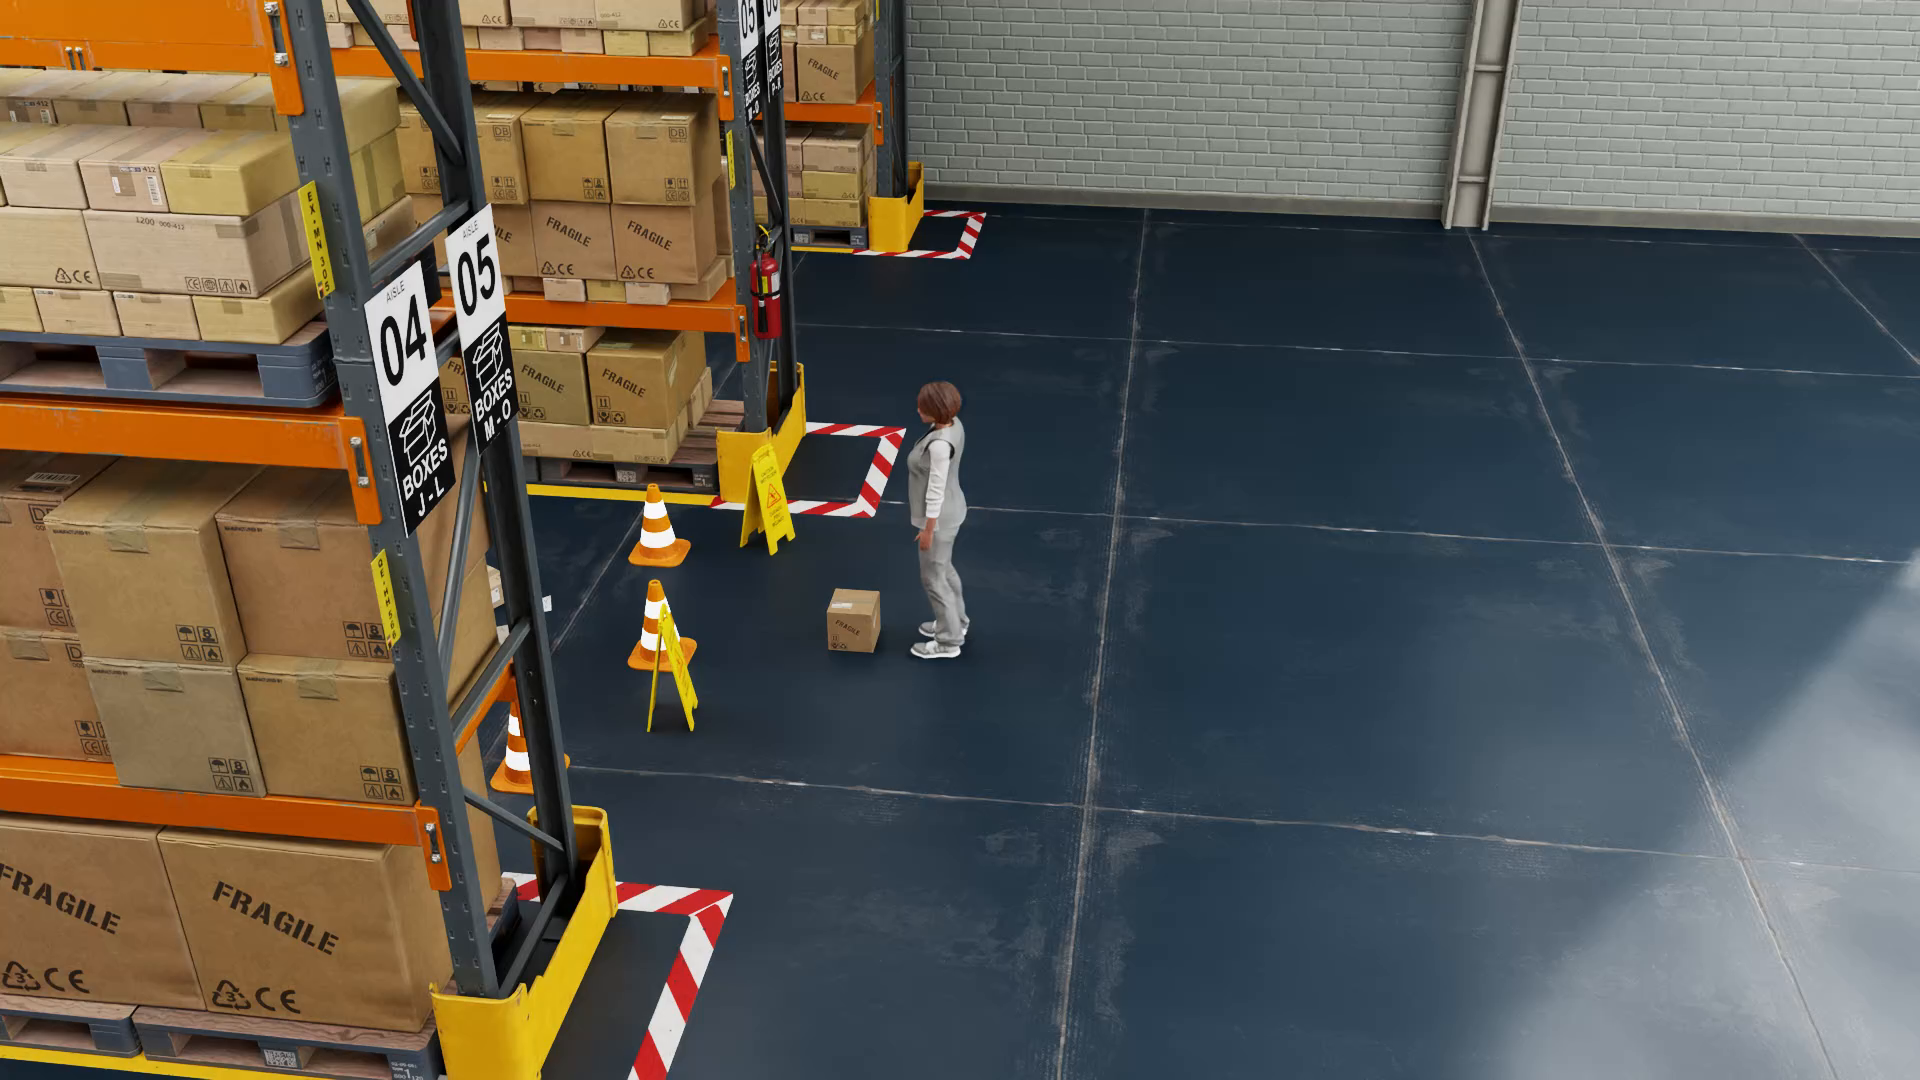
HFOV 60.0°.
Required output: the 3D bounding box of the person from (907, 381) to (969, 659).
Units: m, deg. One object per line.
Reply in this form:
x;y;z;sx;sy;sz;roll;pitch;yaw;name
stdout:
-0.115;-0.103;8.828;0.307;1.596;0.406;4;29;7;person
